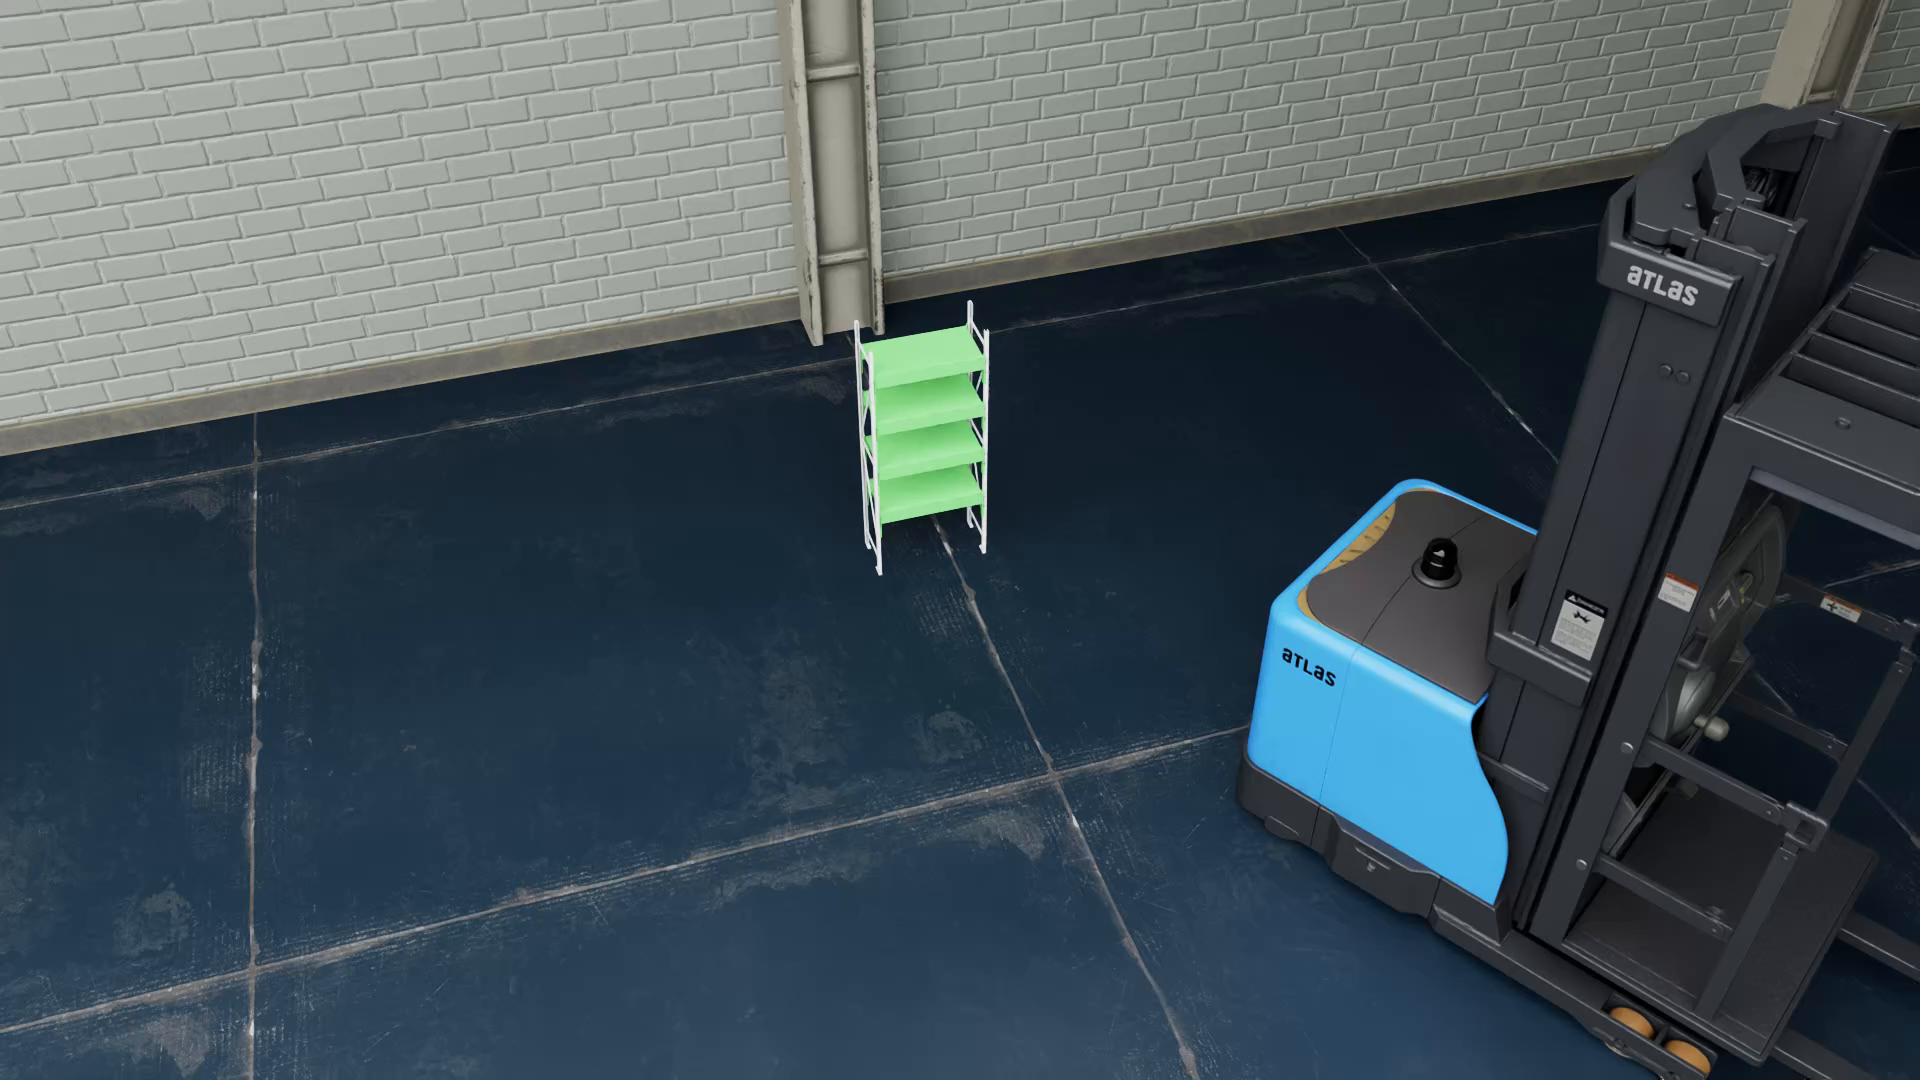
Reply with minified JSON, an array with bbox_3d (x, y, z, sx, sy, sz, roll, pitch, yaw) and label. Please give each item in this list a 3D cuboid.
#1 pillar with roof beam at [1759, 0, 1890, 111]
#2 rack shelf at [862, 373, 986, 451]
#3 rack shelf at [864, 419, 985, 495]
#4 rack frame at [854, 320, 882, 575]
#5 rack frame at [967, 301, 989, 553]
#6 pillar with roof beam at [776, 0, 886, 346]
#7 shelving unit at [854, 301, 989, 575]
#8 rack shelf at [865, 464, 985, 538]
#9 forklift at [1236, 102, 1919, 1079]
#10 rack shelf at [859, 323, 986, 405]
[{"bbox_3d":[6.385,-3.031,4.229,0.400,9.000,9.100,-12,42,-13],"label":"pillar with roof beam"},{"bbox_3d":[-0.158,-0.552,7.051,0.480,0.148,0.258,-12,42,-13],"label":"rack shelf"},{"bbox_3d":[-0.158,-0.371,7.209,0.480,0.148,0.258,-12,42,-13],"label":"rack shelf"},{"bbox_3d":[-0.391,-0.371,7.112,0.015,1.200,0.240,-12,42,-13],"label":"rack frame"},{"bbox_3d":[0.075,-0.467,7.223,0.015,1.200,0.240,-12,42,-13],"label":"rack frame"},{"bbox_3d":[0.662,-1.845,2.872,0.400,9.000,9.100,-12,42,-13],"label":"pillar with roof beam"},{"bbox_3d":[-0.158,-0.419,7.167,0.503,1.200,0.258,-12,42,-13],"label":"shelving unit"},{"bbox_3d":[-0.158,-0.190,7.367,0.480,0.148,0.258,-12,42,-13],"label":"rack shelf"},{"bbox_3d":[2.502,0.324,5.001,3.031,2.935,1.130,30,49,30],"label":"forklift"},{"bbox_3d":[-0.158,-0.732,6.894,0.480,0.148,0.258,-12,42,-13],"label":"rack shelf"}]
